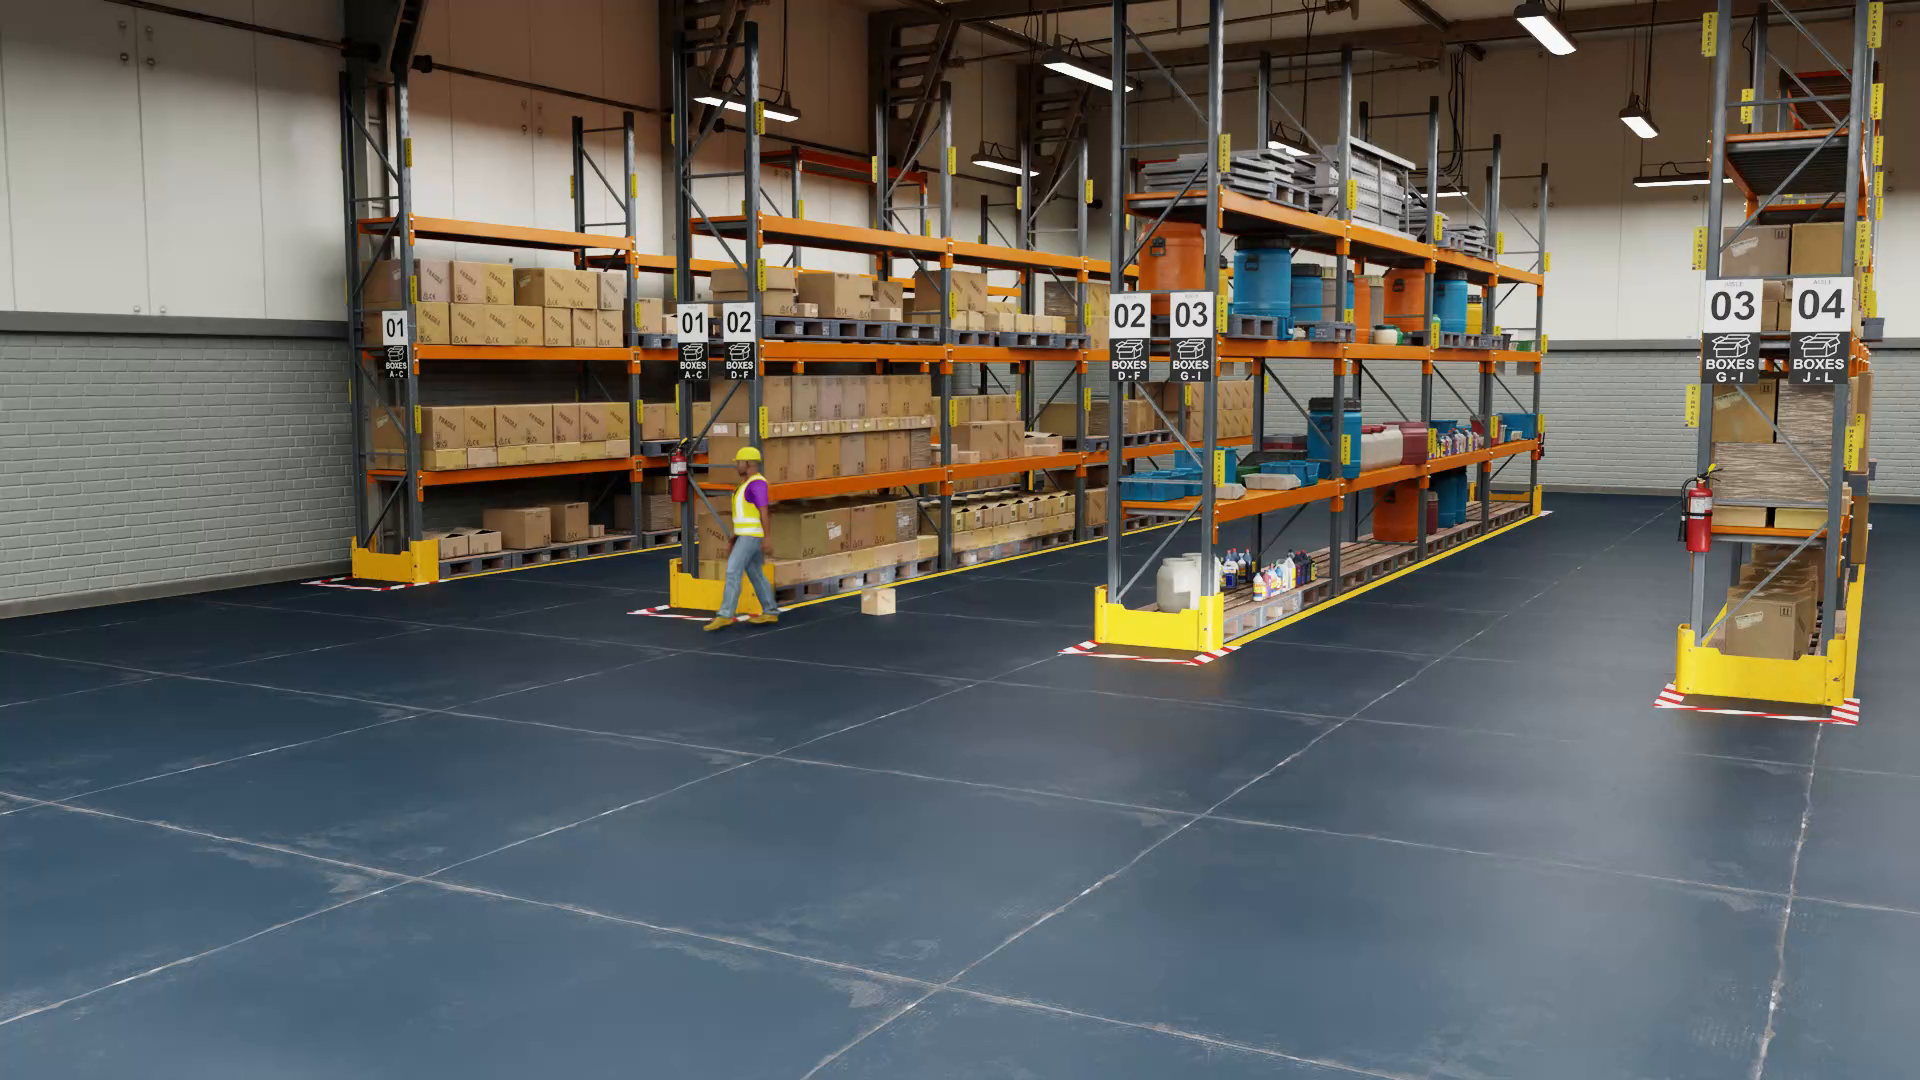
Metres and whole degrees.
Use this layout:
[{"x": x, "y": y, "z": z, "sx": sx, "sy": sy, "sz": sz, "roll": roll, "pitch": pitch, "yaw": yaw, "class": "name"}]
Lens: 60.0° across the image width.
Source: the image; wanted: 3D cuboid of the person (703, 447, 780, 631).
[{"x": -2.158, "y": -0.029, "z": 16.243, "sx": 0.807, "sy": 1.749, "sz": 0.648, "roll": -2, "pitch": 6, "yaw": -16, "class": "person"}]
